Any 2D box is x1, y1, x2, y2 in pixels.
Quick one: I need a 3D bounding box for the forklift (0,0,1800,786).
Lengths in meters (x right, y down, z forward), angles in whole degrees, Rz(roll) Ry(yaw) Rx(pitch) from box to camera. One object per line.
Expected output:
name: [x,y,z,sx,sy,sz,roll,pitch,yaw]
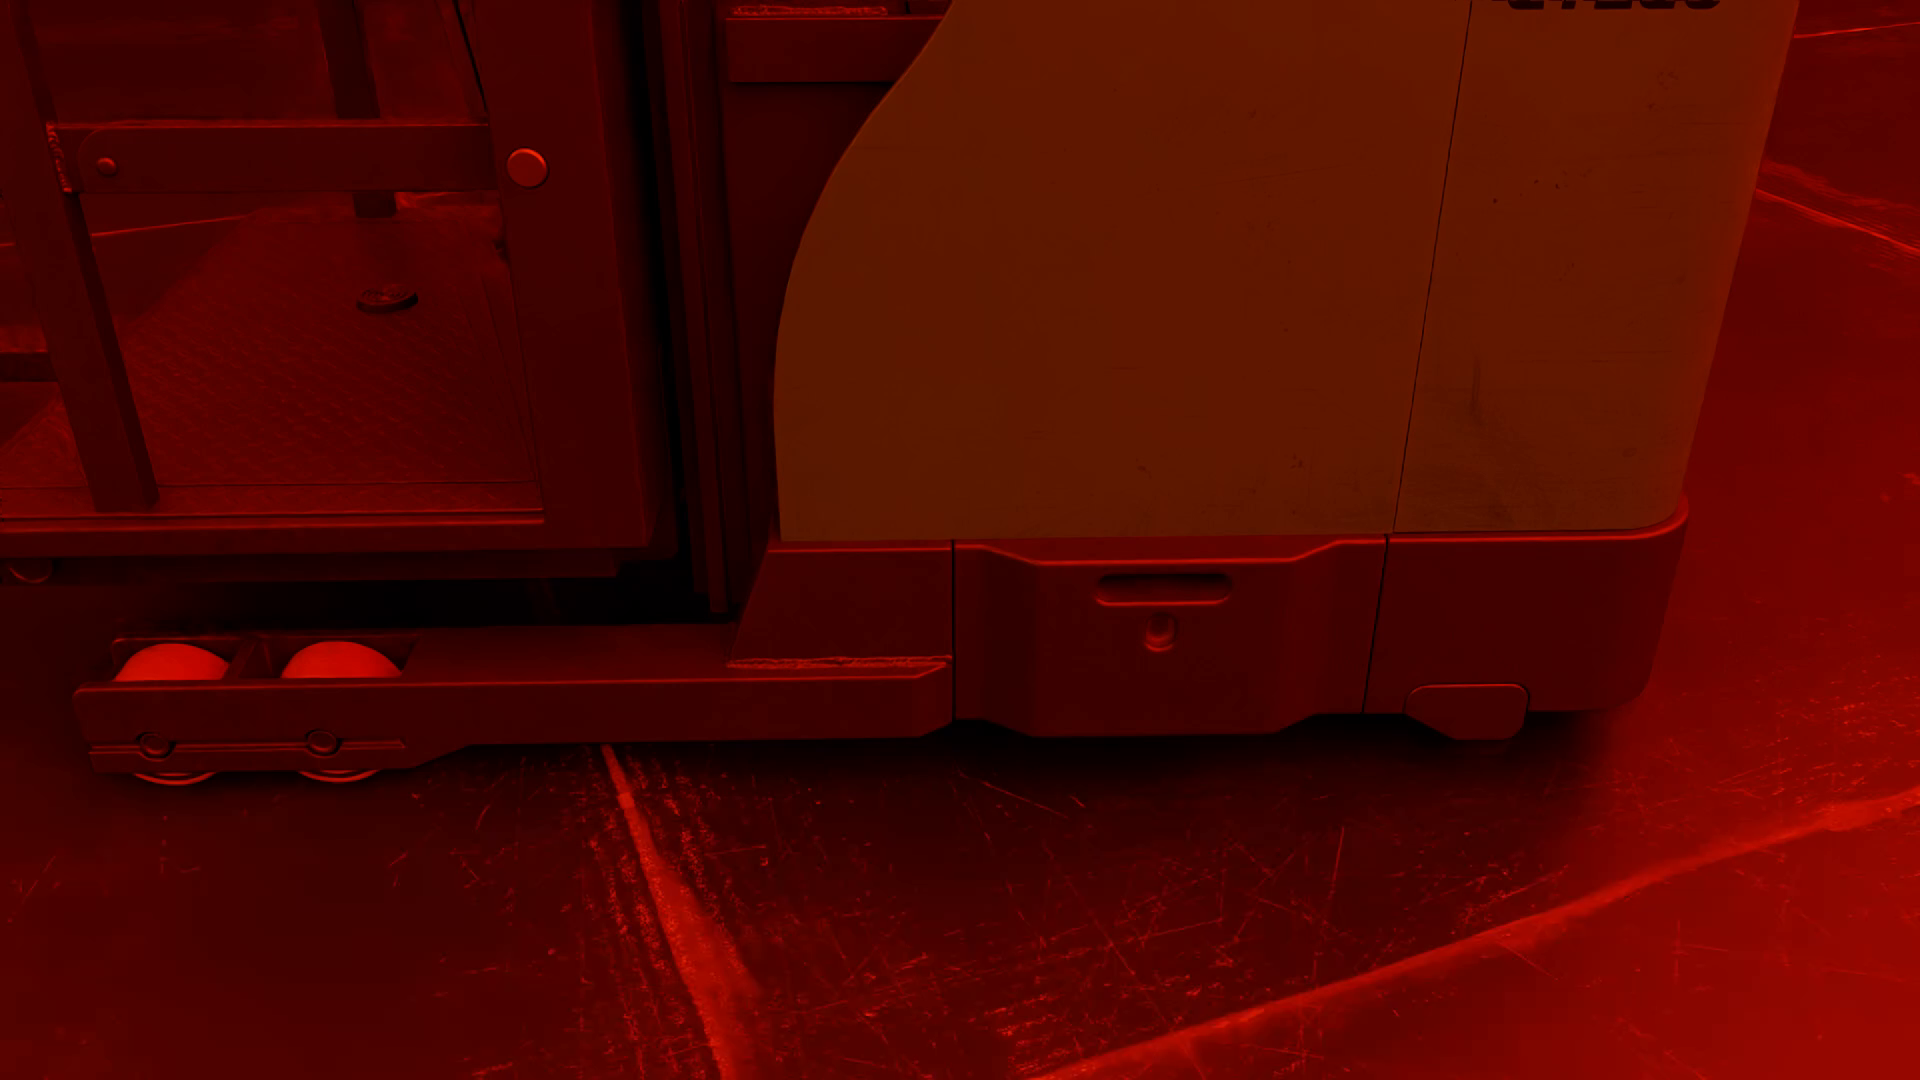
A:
forklift: [-0.668,-1.247,1.728,3.031,2.935,1.130,-1,30,-1]
